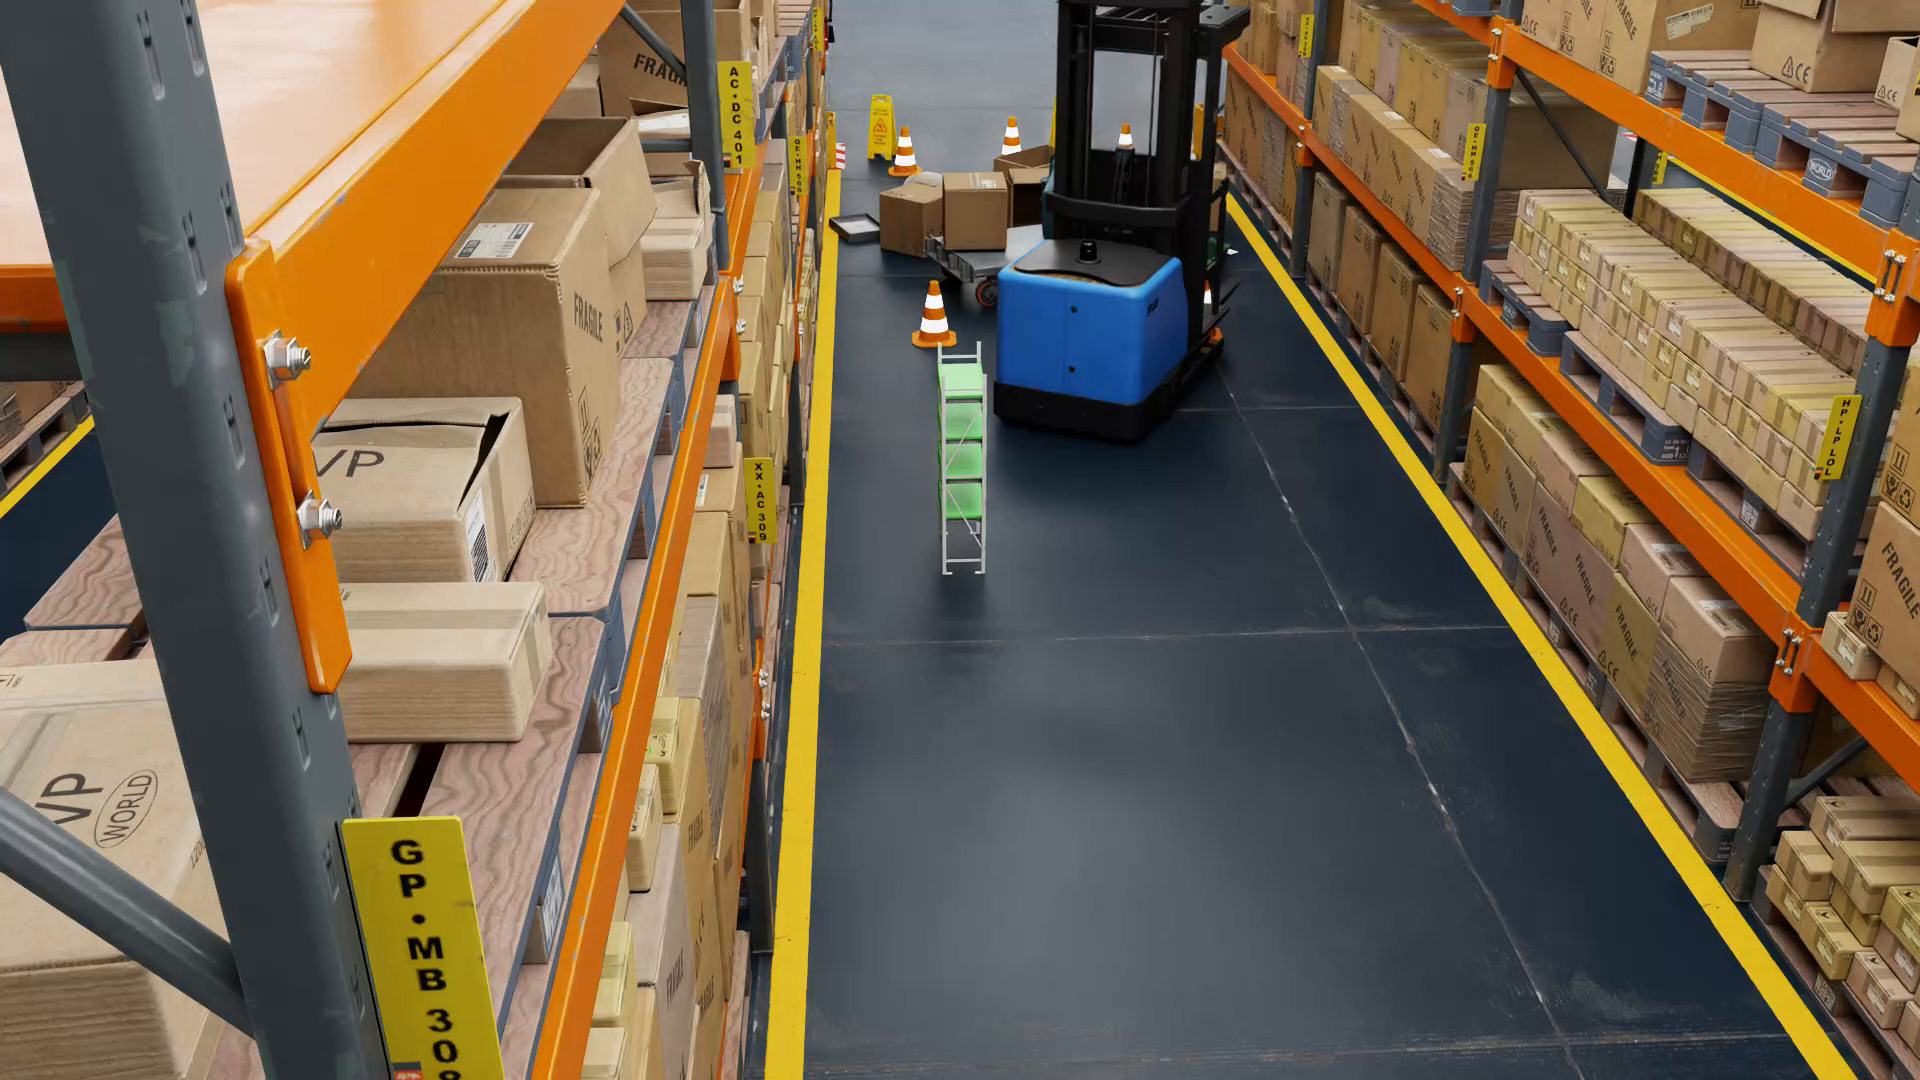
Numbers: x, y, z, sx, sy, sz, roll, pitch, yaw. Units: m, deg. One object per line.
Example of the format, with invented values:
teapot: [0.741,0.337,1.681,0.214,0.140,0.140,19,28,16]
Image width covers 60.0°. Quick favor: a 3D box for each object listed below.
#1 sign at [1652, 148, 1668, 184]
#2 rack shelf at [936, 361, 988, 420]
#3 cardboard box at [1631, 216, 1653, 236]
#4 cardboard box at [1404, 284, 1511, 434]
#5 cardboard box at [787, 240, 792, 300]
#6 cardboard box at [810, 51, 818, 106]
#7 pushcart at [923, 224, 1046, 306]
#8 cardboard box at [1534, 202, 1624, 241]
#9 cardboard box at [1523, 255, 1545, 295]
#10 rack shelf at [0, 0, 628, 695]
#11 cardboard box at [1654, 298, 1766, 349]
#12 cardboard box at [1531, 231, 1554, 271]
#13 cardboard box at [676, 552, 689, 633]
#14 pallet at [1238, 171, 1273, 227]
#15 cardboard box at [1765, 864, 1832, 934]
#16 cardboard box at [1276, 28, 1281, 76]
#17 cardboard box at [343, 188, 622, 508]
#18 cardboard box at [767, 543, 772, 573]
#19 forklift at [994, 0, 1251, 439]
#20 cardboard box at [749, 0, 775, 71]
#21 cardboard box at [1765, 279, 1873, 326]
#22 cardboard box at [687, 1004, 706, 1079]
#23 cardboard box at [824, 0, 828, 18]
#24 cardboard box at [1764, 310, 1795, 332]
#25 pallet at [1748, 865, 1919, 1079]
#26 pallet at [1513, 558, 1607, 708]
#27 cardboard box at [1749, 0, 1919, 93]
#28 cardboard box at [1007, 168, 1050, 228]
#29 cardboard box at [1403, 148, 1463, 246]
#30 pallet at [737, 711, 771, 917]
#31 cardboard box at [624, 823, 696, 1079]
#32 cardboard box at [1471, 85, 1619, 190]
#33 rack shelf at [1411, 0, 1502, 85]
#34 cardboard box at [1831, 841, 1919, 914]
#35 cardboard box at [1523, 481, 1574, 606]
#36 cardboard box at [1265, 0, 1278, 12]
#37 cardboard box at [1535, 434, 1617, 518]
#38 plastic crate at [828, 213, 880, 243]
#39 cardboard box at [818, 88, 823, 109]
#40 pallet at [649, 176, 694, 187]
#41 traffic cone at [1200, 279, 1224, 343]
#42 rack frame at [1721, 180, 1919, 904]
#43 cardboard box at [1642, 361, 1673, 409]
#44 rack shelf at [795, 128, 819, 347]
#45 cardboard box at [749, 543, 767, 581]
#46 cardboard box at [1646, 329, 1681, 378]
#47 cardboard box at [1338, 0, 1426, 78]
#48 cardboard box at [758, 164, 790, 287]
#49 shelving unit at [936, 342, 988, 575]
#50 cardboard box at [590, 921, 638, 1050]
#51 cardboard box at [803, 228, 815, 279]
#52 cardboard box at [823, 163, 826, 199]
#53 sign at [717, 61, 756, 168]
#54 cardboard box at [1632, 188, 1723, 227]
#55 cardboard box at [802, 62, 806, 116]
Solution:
sign: [4.028,-2.210,9.577,0.100,0.325,0.005,-1,28,-3]
rack shelf: [0.009,-0.824,9.134,0.258,0.148,0.480,-1,28,-3]
cardboard box: [3.968,-1.704,9.269,0.380,0.149,0.250,-1,28,-2]
cardboard box: [3.545,-1.187,10.760,1.050,0.750,0.750,-2,28,-3]
cardboard box: [-1.172,-1.486,8.977,0.500,0.250,0.500,-1,28,-3]
cardboard box: [-1.404,-3.782,13.327,0.500,0.500,0.500,-1,28,-3]
pushcart: [0.614,-2.311,13.773,1.648,0.377,0.936,-11,30,-20]
cardboard box: [3.334,-1.711,8.961,0.380,0.149,0.250,-2,28,-4]
cardboard box: [3.323,-1.454,9.111,0.380,0.149,0.250,0,28,0]
rack shelf: [-1.138,-0.941,3.034,1.077,0.370,4.000,-1,28,-3]
cardboard box: [3.413,-0.988,7.576,0.380,0.149,0.250,-3,28,-5]
cardboard box: [3.328,-1.568,9.008,0.380,0.149,0.250,0,28,0]
cardboard box: [-0.919,0.129,4.368,0.380,0.149,0.250,-2,28,-3]
pallet: [3.250,-3.243,15.740,1.003,0.211,1.213,-1,28,-3]
cardboard box: [3.394,1.387,6.477,0.380,0.149,0.250,-3,28,-5]
cardboard box: [3.285,-4.304,14.596,0.875,0.550,0.550,-1,28,-3]
cardboard box: [-0.989,-0.393,3.346,0.500,0.500,0.500,-1,28,-2]
cardboard box: [-1.030,-0.083,6.828,0.500,0.250,0.500,-2,28,-4]
forklift: [1.301,-2.614,11.592,1.130,2.935,3.031,12,30,22]
cardboard box: [-1.069,-2.302,7.114,0.500,0.500,0.500,-1,28,-2]
cardboard box: [4.049,-1.120,7.829,0.380,0.149,0.250,-1,28,-1]
cardboard box: [-0.834,1.405,3.704,0.500,0.500,0.500,-2,28,-3]
cardboard box: [-1.470,-4.692,13.992,0.700,0.500,0.500,-2,28,-4]
cardboard box: [4.051,-0.989,7.899,0.380,0.149,0.250,-2,28,-4]
pallet: [3.766,1.679,6.304,1.003,0.211,1.213,-1,28,-3]
pallet: [3.587,0.445,8.669,1.003,0.211,1.213,-1,28,-3]
cardboard box: [3.746,-2.146,6.811,0.797,0.503,0.637,-2,28,-3]
cardboard box: [0.808,-3.014,14.839,0.797,0.637,0.503,-1,28,-3]
cardboard box: [3.171,-2.191,10.598,0.500,0.500,0.500,-1,28,-3]
pallet: [-1.358,1.181,7.258,1.003,0.211,1.213,-1,28,-3]
cardboard box: [-0.842,0.954,3.488,0.500,0.500,0.500,-2,28,-3]
cardboard box: [3.474,-2.410,9.937,0.700,0.500,0.500,-2,28,-3]
rack shelf: [3.383,-3.649,11.037,1.077,0.370,4.000,-1,28,-3]
cardboard box: [3.462,1.240,6.115,0.380,0.149,0.250,0,28,0]
cardboard box: [3.330,0.010,8.737,0.500,0.500,0.500,-2,28,-4]
cardboard box: [3.222,-5.027,14.814,0.875,0.550,0.500,-1,28,-3]
cardboard box: [3.321,-0.337,8.591,0.500,0.250,0.500,-1,28,-2]
plastic crate: [-0.923,-2.846,15.120,0.402,0.080,0.583,-11,30,-20]
cardboard box: [-1.458,-4.060,15.298,0.380,0.149,0.250,0,28,0]
pallet: [-1.339,-1.368,6.093,0.805,0.209,1.217,-2,28,-5]
traffic cone: [1.840,-1.781,12.665,0.336,0.463,0.334,-1,28,-3]
rack frame: [3.696,0.133,6.252,1.000,3.000,0.127,-1,28,-3]
cardboard box: [3.406,-0.722,7.709,0.380,0.149,0.250,0,28,0]
rack shelf: [-1.555,-2.153,11.412,1.077,0.370,4.000,-1,28,-3]
cardboard box: [-0.983,-0.066,6.255,0.500,0.250,0.500,-2,28,-4]
cardboard box: [3.405,-0.862,7.654,0.380,0.149,0.250,-1,28,-2]
cardboard box: [3.310,-3.820,12.642,0.700,0.500,0.500,-2,28,-4]
cardboard box: [-1.128,-1.567,8.321,0.500,0.500,0.500,-1,28,-2]
shelving unit: [0.009,-0.456,9.326,0.258,1.200,0.503,-1,28,-3]
cardboard box: [-0.791,0.837,3.010,0.380,0.149,0.250,-2,28,-4]
cardboard box: [-1.630,-2.174,13.063,0.950,0.372,0.625,-1,28,-2]
cardboard box: [-1.506,-3.362,15.472,0.500,0.250,0.500,-2,28,-4]
sign: [-0.688,-1.309,5.129,0.100,0.325,0.005,-1,28,-3]
cardboard box: [3.970,-1.838,9.204,0.380,0.149,0.250,-2,28,-5]
cardboard box: [-1.379,-3.321,11.990,0.500,0.500,0.500,-1,28,-2]
